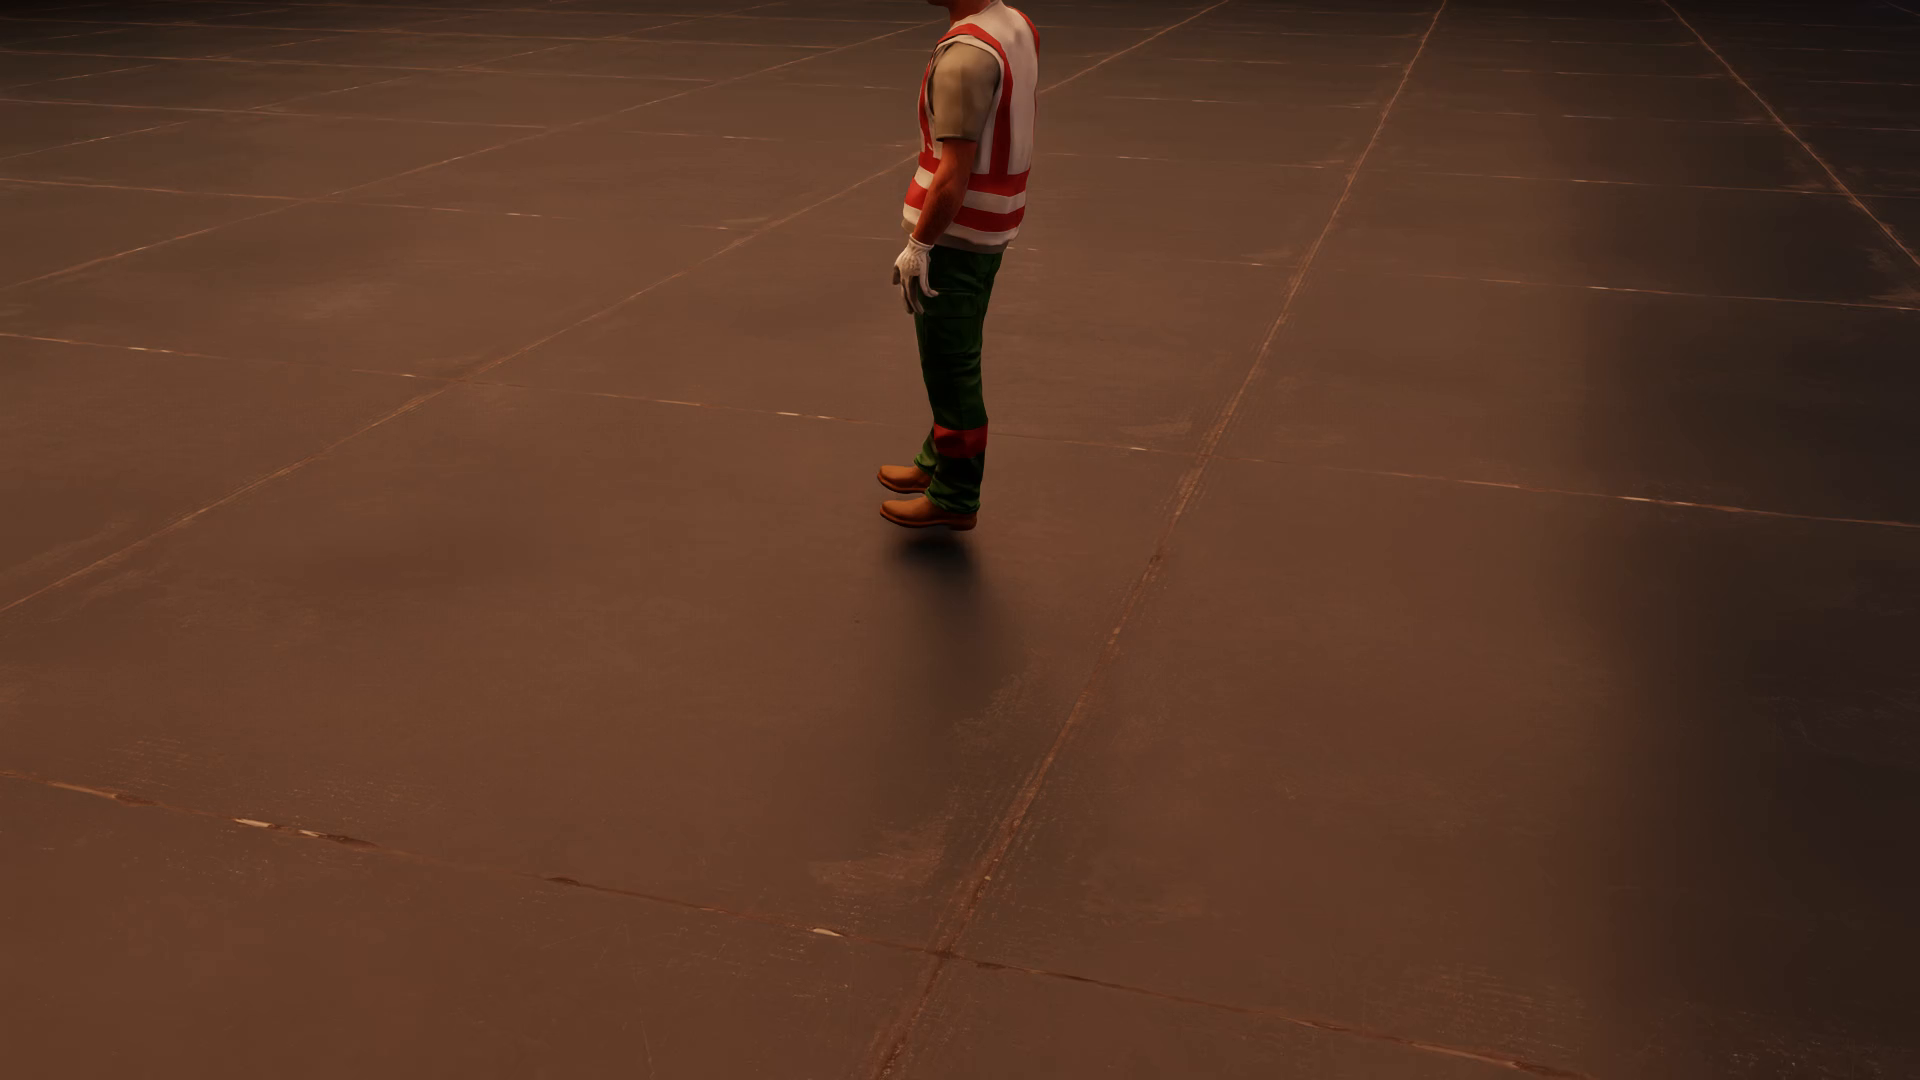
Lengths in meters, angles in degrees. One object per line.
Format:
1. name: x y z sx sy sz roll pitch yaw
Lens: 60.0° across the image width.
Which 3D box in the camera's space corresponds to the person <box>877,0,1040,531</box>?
1. person: -0.072 -0.885 4.794 0.564 1.787 0.637 7 23 16
